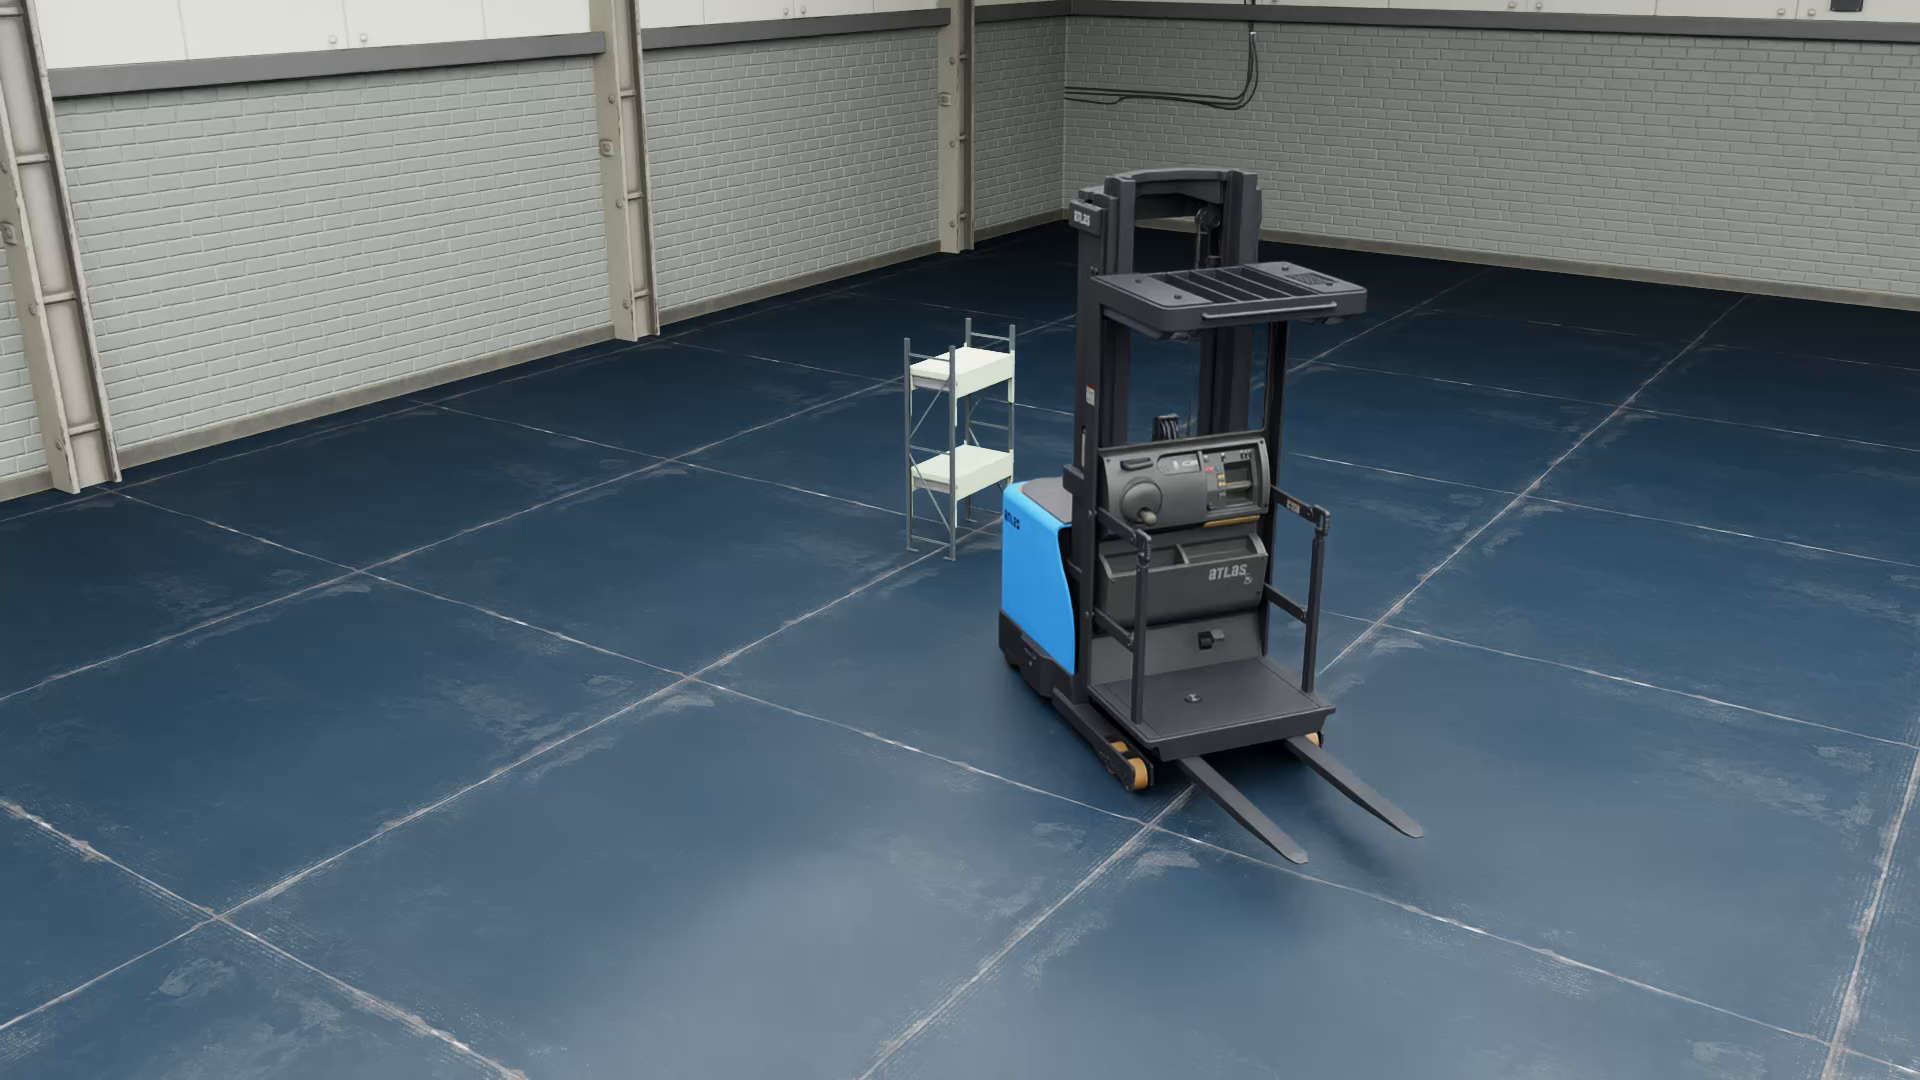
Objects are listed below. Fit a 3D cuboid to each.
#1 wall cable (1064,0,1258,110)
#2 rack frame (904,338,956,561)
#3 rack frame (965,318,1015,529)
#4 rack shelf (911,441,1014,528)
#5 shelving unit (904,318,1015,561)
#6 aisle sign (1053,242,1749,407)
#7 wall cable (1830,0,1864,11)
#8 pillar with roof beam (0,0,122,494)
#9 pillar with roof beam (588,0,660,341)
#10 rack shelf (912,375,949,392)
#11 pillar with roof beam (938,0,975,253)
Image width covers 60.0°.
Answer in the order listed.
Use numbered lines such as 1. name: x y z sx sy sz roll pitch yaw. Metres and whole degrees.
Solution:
1. wall cable: 2.701 -7.233 22.823 3.097 2.526 0.112 13 24 32
2. rack frame: -0.202 -0.600 11.226 0.400 1.500 0.023 13 24 32
3. rack frame: 0.209 -0.810 11.794 0.400 1.500 0.023 13 24 32
4. rack shelf: -8.277 3.931 0.261 6.000 0.609 30.141 13 24 32
5. shelving unit: -8.272 3.510 0.113 6.000 1.500 30.159 13 24 32
6. aisle sign: 5.174 -2.650 18.928 6.000 0.001 6.000 13 24 32
7. wall cable: 10.544 -8.428 16.677 2.305 6.003 0.169 13 24 32
8. pillar with roof beam: -3.234 -3.819 9.119 9.100 9.000 0.400 13 24 32
9. pillar with roof beam: 0.139 -5.541 13.773 9.100 9.000 0.400 13 24 32
10. rack shelf: 0.004 -1.138 11.350 0.332 0.071 0.664 13 24 32
11. pillar with roof beam: 0.782 -1.637 3.148 22.890 9.050 30.400 13 24 32
